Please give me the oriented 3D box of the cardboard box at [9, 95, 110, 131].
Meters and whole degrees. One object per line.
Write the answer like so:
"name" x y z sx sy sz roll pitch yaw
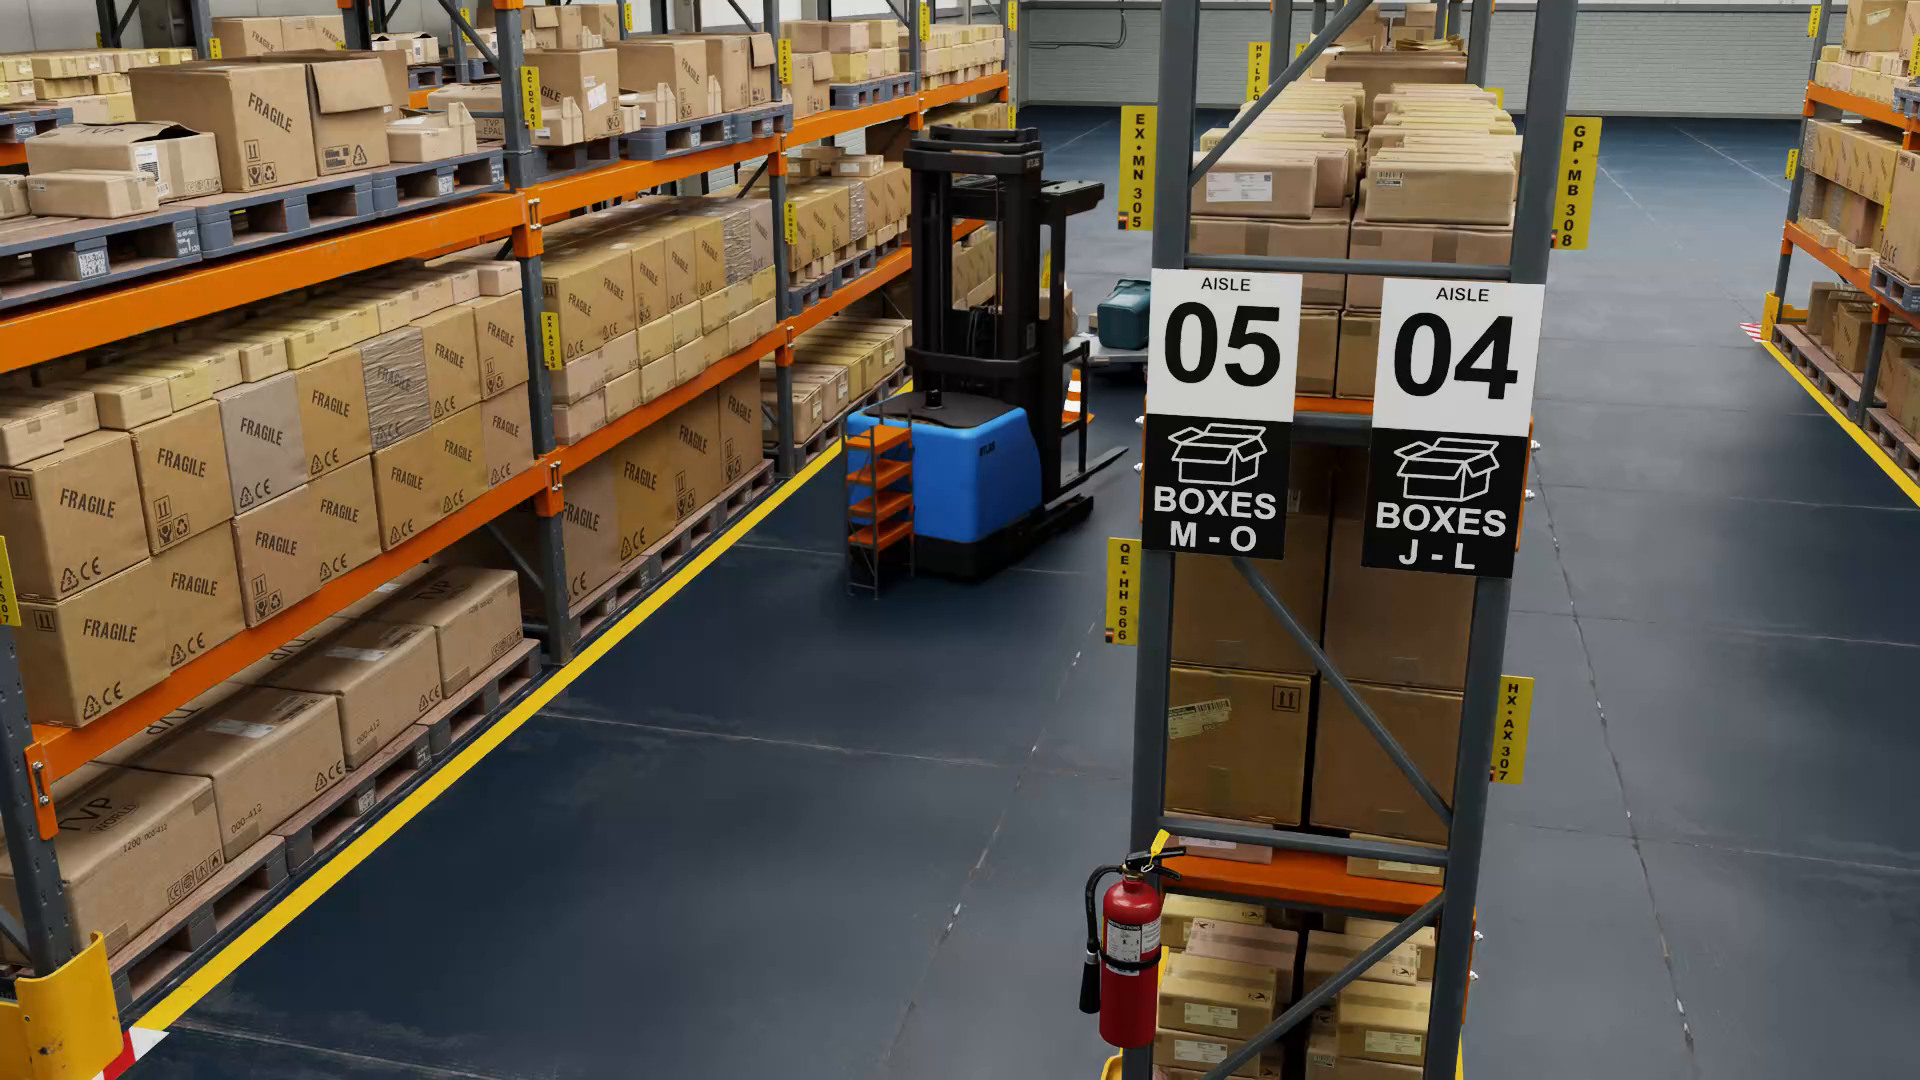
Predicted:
"cardboard box" -6.810 -3.212 12.543 0.500 0.250 0.500 5 19 13

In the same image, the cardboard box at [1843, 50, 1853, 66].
"cardboard box" 9.113 -4.844 16.702 0.380 0.149 0.250 5 19 13

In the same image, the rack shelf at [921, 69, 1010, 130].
"rack shelf" -0.395 -4.927 18.445 1.077 0.370 4.000 5 19 13

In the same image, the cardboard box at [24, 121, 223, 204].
"cardboard box" -3.402 -1.549 6.774 0.500 0.311 0.500 5 19 14

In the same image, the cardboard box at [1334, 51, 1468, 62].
"cardboard box" 2.491 -2.496 9.403 0.797 0.503 0.637 4 19 13

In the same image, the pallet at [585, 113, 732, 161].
"pallet" -2.237 -2.741 11.223 1.003 0.211 1.213 6 20 16

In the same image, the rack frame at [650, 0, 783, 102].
"rack frame" -1.861 -4.807 12.338 1.000 3.000 0.127 5 19 13

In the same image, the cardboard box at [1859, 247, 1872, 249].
"cardboard box" 8.825 -2.717 15.890 0.380 0.149 0.250 5 19 13

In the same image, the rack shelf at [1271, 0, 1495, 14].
"rack shelf" 2.475 -3.291 9.632 1.077 0.370 4.000 5 19 13

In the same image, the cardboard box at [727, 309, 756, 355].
"cardboard box" -1.843 -1.556 12.335 0.500 0.250 0.500 5 19 14

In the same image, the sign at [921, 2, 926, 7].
"sign" -0.433 -6.351 20.148 0.100 0.325 0.005 5 19 13

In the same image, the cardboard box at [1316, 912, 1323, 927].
"cardboard box" 1.622 1.437 6.640 0.380 0.149 0.250 4 19 11

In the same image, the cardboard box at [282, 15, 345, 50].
"cardboard box" -6.013 -4.598 15.409 0.500 0.500 0.500 5 20 15

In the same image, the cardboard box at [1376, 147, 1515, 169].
"cardboard box" 1.388 -1.037 4.783 0.380 0.149 0.250 5 20 16

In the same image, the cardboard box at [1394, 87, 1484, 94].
"cardboard box" 2.120 -1.925 7.384 0.380 0.149 0.250 5 20 15

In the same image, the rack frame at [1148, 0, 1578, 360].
"rack frame" 1.009 -1.940 3.945 1.000 3.000 0.127 5 19 13

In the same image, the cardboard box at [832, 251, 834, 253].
"cardboard box" -1.318 -2.469 14.515 0.380 0.149 0.250 6 20 17

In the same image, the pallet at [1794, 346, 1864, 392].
"pallet" 9.152 -1.716 16.885 1.003 0.211 1.213 5 19 13

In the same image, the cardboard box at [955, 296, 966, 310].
"cardboard box" -0.231 -2.617 18.814 0.500 0.250 0.500 4 19 13

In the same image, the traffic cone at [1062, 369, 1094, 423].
"traffic cone" 1.070 -1.352 15.429 0.336 0.463 0.334 5 19 13

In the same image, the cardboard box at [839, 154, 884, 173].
"cardboard box" -0.933 -3.536 15.630 0.380 0.149 0.250 4 19 12

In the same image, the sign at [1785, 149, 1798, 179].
"sign" 9.177 -4.145 18.343 0.100 0.325 0.005 5 19 13

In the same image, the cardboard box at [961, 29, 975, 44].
"cardboard box" -0.045 -5.540 18.282 0.380 0.149 0.250 5 20 15

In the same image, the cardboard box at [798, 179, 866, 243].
"cardboard box" -1.153 -2.964 14.961 0.500 0.500 0.500 4 19 11

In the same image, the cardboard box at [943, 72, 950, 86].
"cardboard box" -0.323 -4.923 17.707 0.380 0.149 0.250 4 19 12

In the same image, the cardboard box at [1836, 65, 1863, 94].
"cardboard box" 9.090 -4.593 16.586 0.500 0.250 0.500 5 19 13

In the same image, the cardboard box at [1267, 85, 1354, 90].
"cardboard box" 1.581 -1.974 7.526 0.380 0.149 0.250 4 19 11

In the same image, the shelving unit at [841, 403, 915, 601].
"shelving unit" -0.540 -0.256 11.066 0.258 1.200 0.503 10 22 26

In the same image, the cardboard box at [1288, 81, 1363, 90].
"cardboard box" 1.680 -2.056 7.768 0.380 0.149 0.250 4 19 12

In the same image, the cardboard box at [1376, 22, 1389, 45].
"cardboard box" 4.060 -5.087 16.767 0.500 0.250 0.500 4 19 13

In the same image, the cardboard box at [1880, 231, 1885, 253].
"cardboard box" 8.896 -2.763 15.021 0.875 0.500 0.500 5 19 13

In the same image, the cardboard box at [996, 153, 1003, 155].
"cardboard box" 0.228 -4.471 20.023 0.500 0.500 0.500 4 19 12

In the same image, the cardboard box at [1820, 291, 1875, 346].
"cardboard box" 9.421 -2.324 17.568 0.500 0.500 0.500 10 21 28

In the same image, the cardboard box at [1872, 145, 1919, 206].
"cardboard box" 8.569 -3.263 14.938 0.500 0.500 0.500 5 19 13

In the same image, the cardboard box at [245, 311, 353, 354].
"cardboard box" -3.024 -0.946 7.611 0.380 0.149 0.250 5 19 13

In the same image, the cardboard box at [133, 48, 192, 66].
"cardboard box" -6.473 -3.905 13.495 0.380 0.149 0.250 5 20 15

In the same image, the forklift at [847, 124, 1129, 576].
"forklift" 0.364 -1.570 12.249 1.130 2.935 3.031 10 21 28

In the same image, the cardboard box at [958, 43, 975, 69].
"cardboard box" -0.138 -5.304 18.206 0.500 0.250 0.500 5 19 14

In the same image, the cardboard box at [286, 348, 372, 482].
"cardboard box" -3.064 -0.589 7.571 0.500 0.500 0.500 5 19 14

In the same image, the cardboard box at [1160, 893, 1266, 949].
"cardboard box" 0.950 1.417 6.240 0.380 0.149 0.250 4 19 12

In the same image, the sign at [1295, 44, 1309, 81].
"sign" 2.427 -3.356 11.810 0.100 0.325 0.005 5 19 13

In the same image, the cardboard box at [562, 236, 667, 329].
"cardboard box" -2.230 -1.668 10.729 0.500 0.500 0.500 4 19 12

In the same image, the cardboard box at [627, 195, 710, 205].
"cardboard box" -2.219 -2.353 12.734 0.500 0.500 0.500 4 19 12

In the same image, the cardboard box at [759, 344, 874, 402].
"cardboard box" -1.350 -1.568 15.554 0.950 0.372 0.625 5 20 15

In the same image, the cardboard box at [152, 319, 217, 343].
"cardboard box" -3.581 -0.901 7.480 0.380 0.149 0.250 5 20 15

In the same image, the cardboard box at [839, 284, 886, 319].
"cardboard box" -1.000 -2.680 17.838 0.500 0.500 0.500 4 19 13

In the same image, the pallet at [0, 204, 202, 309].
"pallet" -3.645 -1.071 6.179 1.003 0.211 1.213 5 19 13

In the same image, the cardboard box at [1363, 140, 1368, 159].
"cardboard box" 1.859 -1.449 6.607 0.500 0.250 0.500 5 20 16

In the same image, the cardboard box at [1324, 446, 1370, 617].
"cardboard box" 1.493 -0.041 5.504 0.500 0.500 0.500 5 20 15

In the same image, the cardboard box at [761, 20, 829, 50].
"cardboard box" -1.527 -4.697 15.466 0.500 0.250 0.500 4 19 12

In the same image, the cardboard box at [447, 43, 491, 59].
"cardboard box" -5.294 -5.275 17.936 0.380 0.149 0.250 5 20 15

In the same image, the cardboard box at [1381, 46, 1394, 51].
"cardboard box" 3.923 -4.223 14.697 0.500 0.250 0.500 5 19 14

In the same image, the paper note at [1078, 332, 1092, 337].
"paper note" 1.440 -2.357 19.058 0.148 0.019 0.142 12 22 32

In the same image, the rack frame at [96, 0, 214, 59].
"rack frame" -6.675 -5.197 13.482 1.000 3.000 0.127 5 19 13
